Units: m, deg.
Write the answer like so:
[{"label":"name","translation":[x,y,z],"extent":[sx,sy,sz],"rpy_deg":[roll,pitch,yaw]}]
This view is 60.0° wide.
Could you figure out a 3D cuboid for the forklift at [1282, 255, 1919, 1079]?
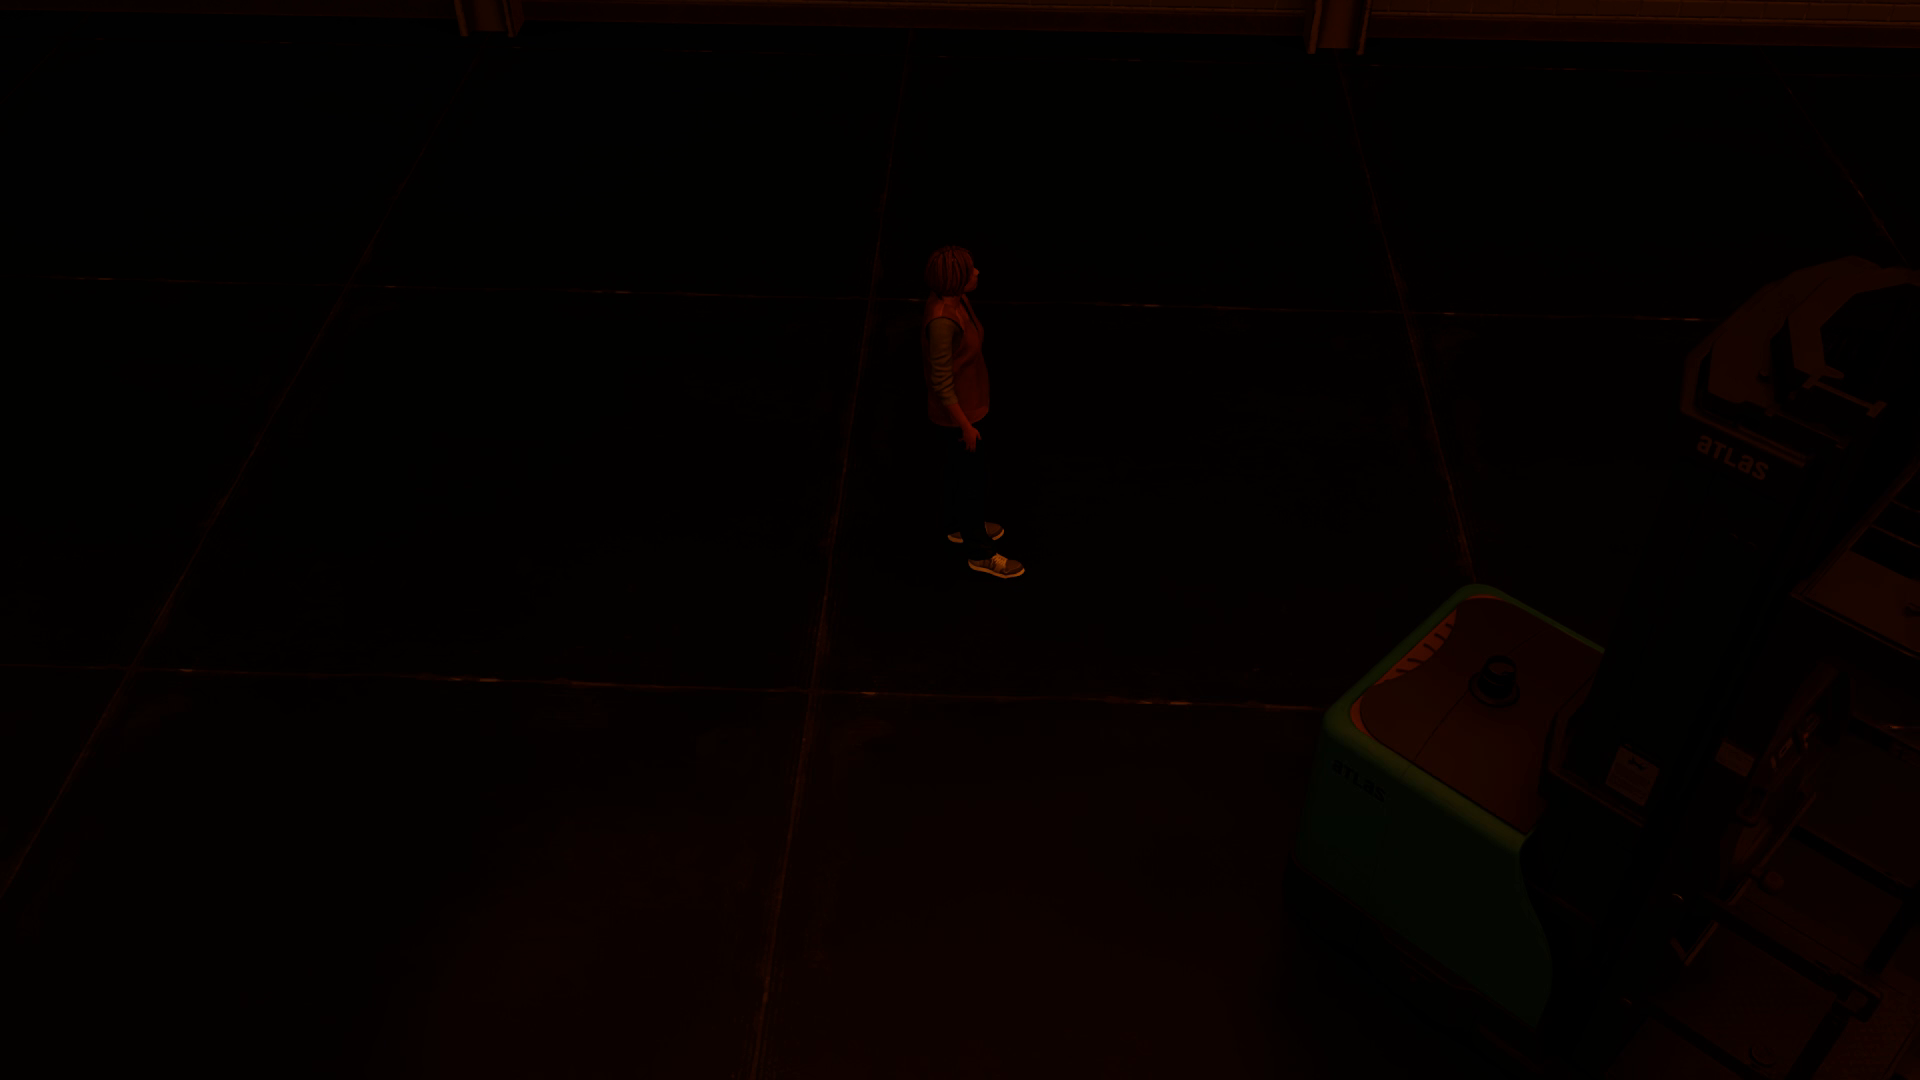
[{"label":"forklift","translation":[2.632,0.774,4.894],"extent":[3.031,2.935,1.130],"rpy_deg":[33,52,31]}]

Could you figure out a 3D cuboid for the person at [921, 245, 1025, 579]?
[{"label":"person","translation":[0.073,-0.583,7.360],"extent":[0.476,1.597,0.520],"rpy_deg":[2,42,2]}]
